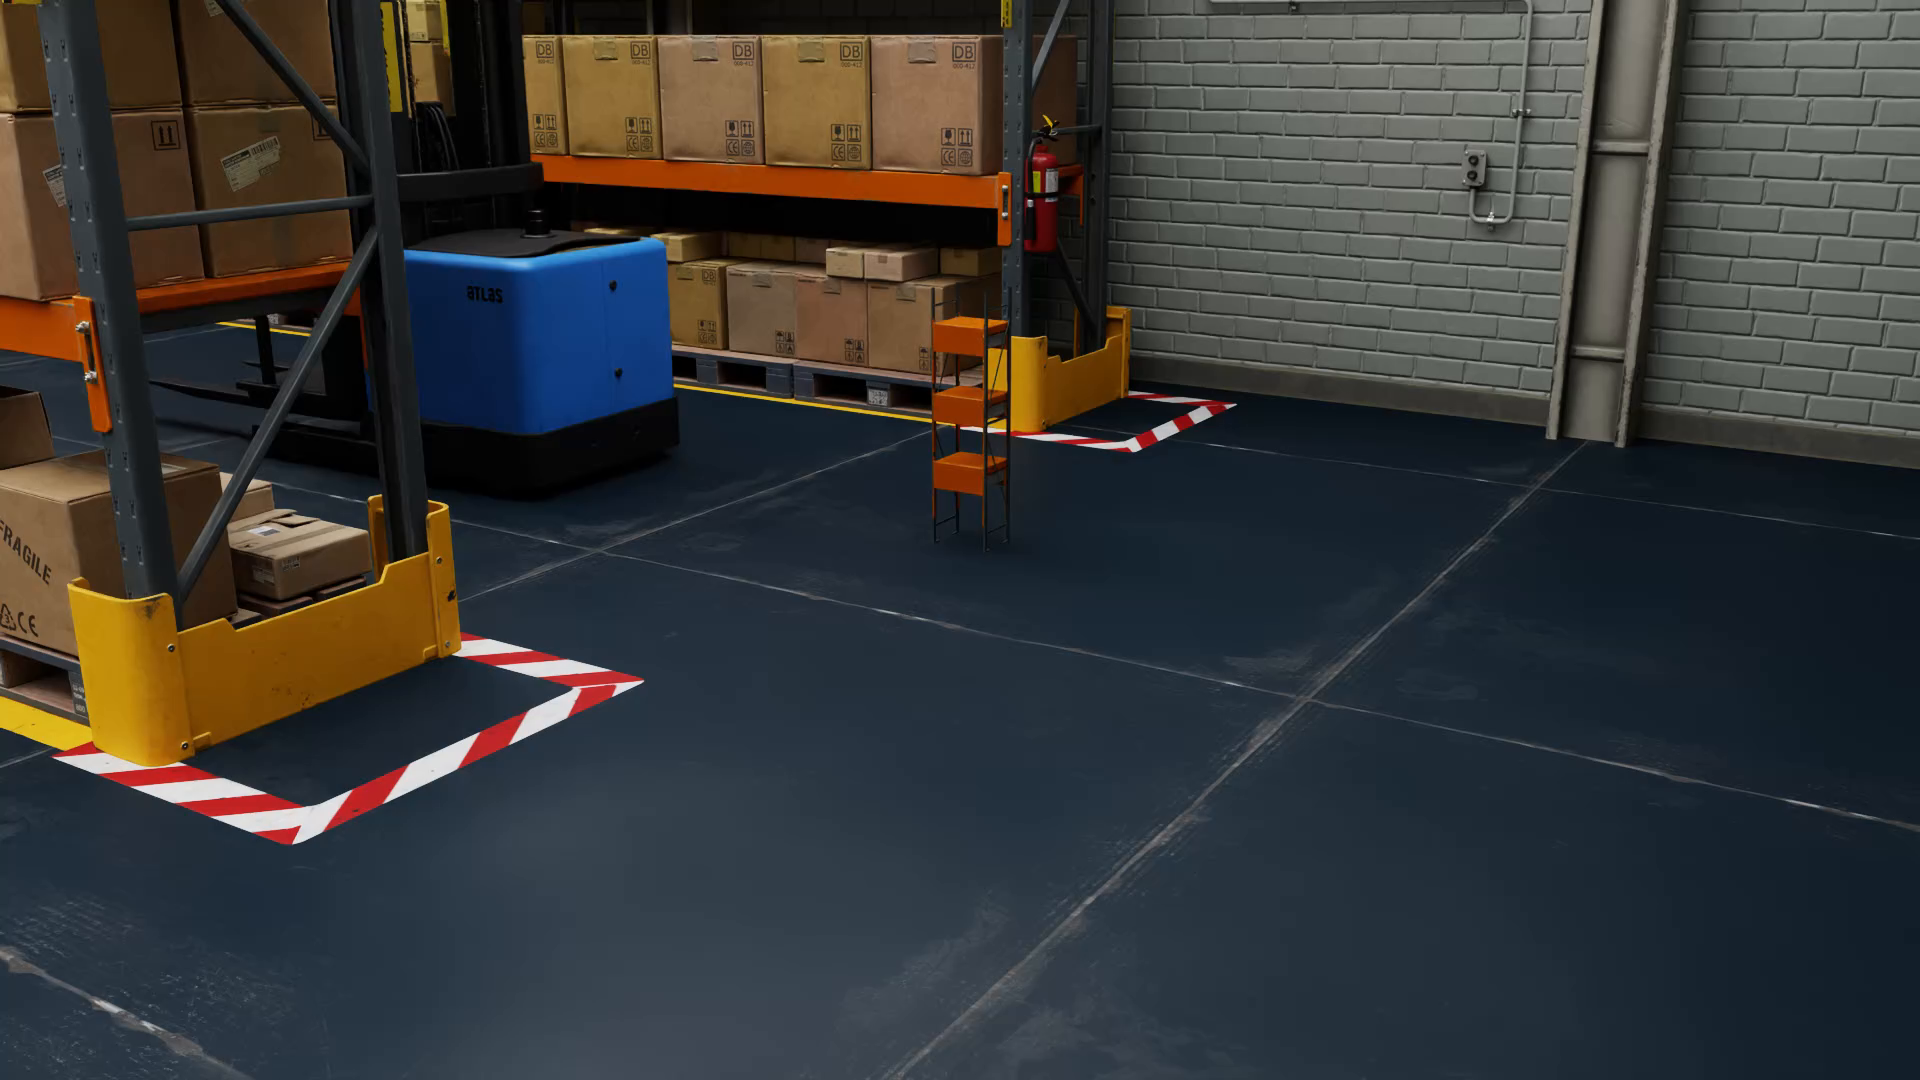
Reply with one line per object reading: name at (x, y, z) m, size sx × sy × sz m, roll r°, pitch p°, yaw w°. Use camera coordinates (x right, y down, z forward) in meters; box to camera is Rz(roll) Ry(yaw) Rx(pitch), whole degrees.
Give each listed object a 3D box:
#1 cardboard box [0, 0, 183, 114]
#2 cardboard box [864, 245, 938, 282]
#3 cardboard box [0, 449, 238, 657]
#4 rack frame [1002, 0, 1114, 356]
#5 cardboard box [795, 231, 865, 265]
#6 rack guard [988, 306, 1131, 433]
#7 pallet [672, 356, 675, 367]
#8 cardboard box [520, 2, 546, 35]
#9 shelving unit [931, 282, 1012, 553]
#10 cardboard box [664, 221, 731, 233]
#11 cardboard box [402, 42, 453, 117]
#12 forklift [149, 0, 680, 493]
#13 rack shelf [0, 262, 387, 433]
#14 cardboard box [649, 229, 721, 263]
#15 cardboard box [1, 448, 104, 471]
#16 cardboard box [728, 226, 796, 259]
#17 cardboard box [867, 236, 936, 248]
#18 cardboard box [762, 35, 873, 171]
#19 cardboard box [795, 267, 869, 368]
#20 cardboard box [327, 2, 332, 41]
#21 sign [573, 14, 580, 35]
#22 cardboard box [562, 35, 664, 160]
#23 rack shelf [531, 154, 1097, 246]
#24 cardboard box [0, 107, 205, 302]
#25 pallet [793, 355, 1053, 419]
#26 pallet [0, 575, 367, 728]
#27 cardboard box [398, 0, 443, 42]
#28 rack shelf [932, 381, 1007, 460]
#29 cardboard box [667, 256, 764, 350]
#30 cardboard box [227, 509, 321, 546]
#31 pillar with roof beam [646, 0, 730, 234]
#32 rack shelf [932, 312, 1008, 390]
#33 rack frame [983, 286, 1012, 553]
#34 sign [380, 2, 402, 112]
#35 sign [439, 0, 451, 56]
cardboard box at (-2.584, -1.465, 4.650) m, size 0.500 × 0.500 × 0.500 m, roll 10°, pitch 20°, yaw 30°
cardboard box at (-0.325, -1.538, 9.245) m, size 0.250 × 0.149 × 0.380 m, roll 10°, pitch 19°, yaw 29°
cardboard box at (-2.653, 0.025, 5.182) m, size 0.500 × 0.500 × 0.500 m, roll 10°, pitch 20°, yaw 30°
rack frame at (0.529, -2.166, 8.852) m, size 0.127 × 3.000 × 1.000 m, roll 10°, pitch 20°, yaw 30°
cardboard box at (-0.771, -1.747, 9.935) m, size 0.250 × 0.149 × 0.380 m, roll 10°, pitch 20°, yaw 31°
rack guard at (0.549, -0.967, 9.204) m, size 0.348 × 0.500 × 1.175 m, roll 10°, pitch 20°, yaw 30°
pallet at (-2.273, -1.306, 10.816) m, size 1.213 × 0.211 × 1.003 m, roll 10°, pitch 20°, yaw 30°
cardboard box at (-3.135, -3.468, 11.128) m, size 0.500 × 0.250 × 0.500 m, roll 11°, pitch 20°, yaw 32°
shelving unit at (0.046, -0.494, 6.702) m, size 0.252 × 1.050 × 0.215 m, roll 10°, pitch 20°, yaw 30°
cardboard box at (-1.641, -1.903, 10.446) m, size 0.250 × 0.149 × 0.380 m, roll 9°, pitch 19°, yaw 28°
cardboard box at (-3.405, -2.982, 10.820) m, size 0.500 × 0.500 × 0.500 m, roll 10°, pitch 19°, yaw 29°
forklift at (-2.913, -1.911, 8.128) m, size 3.031 × 2.935 × 1.130 m, roll 10°, pitch 19°, yaw 29°
rack shelf at (-3.765, -0.899, 5.918) m, size 4.000 × 0.370 × 1.077 m, roll 10°, pitch 20°, yaw 30°
cardboard box at (-1.655, -1.774, 10.024) m, size 0.250 × 0.149 × 0.380 m, roll 9°, pitch 19°, yaw 28°
cardboard box at (-3.228, -0.139, 6.152) m, size 0.500 × 0.250 × 0.500 m, roll 10°, pitch 20°, yaw 30°
cardboard box at (-1.206, -1.825, 10.190) m, size 0.250 × 0.149 × 0.380 m, roll 10°, pitch 19°, yaw 29°
cardboard box at (-0.341, -1.671, 9.683) m, size 0.250 × 0.149 × 0.380 m, roll 10°, pitch 20°, yaw 30°
cardboard box at (-0.537, -2.493, 9.411) m, size 0.700 × 0.700 × 0.980 m, roll 10°, pitch 20°, yaw 30°
cardboard box at (-0.547, -1.329, 9.674) m, size 0.500 × 0.500 × 0.700 m, roll 10°, pitch 20°, yaw 30°
cardboard box at (-3.842, -3.421, 10.975) m, size 0.500 × 0.250 × 0.500 m, roll 11°, pitch 20°, yaw 31°
sign at (-2.591, -3.365, 11.171) m, size 0.005 × 0.325 × 0.100 m, roll 10°, pitch 20°, yaw 30°
cardboard box at (-1.807, -2.719, 10.157) m, size 0.700 × 0.700 × 0.980 m, roll 10°, pitch 19°, yaw 29°
rack shelf at (-1.176, -2.126, 9.958) m, size 4.000 × 0.370 × 1.077 m, roll 10°, pitch 20°, yaw 30°
cardboard box at (-2.585, -0.988, 4.799) m, size 0.500 × 0.500 × 0.500 m, roll 11°, pitch 20°, yaw 32°
pallet at (-0.194, -0.934, 9.594) m, size 1.213 × 0.211 × 1.003 m, roll 10°, pitch 20°, yaw 30°
pallet at (-2.805, 0.263, 5.653) m, size 1.213 × 0.211 × 1.003 m, roll 10°, pitch 20°, yaw 30°
cardboard box at (-3.412, -3.341, 10.711) m, size 0.500 × 0.250 × 0.500 m, roll 11°, pitch 20°, yaw 31°
rack shelf at (0.046, -0.484, 6.705) m, size 0.240 × 0.259 × 0.215 m, roll 10°, pitch 20°, yaw 30°
cardboard box at (-1.434, -1.485, 10.186) m, size 0.500 × 0.500 × 0.700 m, roll 11°, pitch 20°, yaw 31°
cardboard box at (-2.451, 0.019, 5.775) m, size 0.250 × 0.166 × 0.380 m, roll 10°, pitch 20°, yaw 30°
pillar with roof beam at (-4.084, -4.687, 6.828) m, size 0.400 × 9.000 × 9.100 m, roll 10°, pitch 20°, yaw 30°
rack shelf at (0.046, -0.756, 6.622) m, size 0.240 × 0.259 × 0.215 m, roll 10°, pitch 20°, yaw 30°
rack frame at (0.150, -0.476, 6.641) m, size 0.008 × 1.050 × 0.200 m, roll 10°, pitch 20°, yaw 30°
sign at (-1.777, -1.488, 5.128) m, size 0.005 × 0.325 × 0.100 m, roll 10°, pitch 20°, yaw 30°
sign at (-3.156, -3.155, 10.251) m, size 0.005 × 0.325 × 0.100 m, roll 10°, pitch 20°, yaw 30°
